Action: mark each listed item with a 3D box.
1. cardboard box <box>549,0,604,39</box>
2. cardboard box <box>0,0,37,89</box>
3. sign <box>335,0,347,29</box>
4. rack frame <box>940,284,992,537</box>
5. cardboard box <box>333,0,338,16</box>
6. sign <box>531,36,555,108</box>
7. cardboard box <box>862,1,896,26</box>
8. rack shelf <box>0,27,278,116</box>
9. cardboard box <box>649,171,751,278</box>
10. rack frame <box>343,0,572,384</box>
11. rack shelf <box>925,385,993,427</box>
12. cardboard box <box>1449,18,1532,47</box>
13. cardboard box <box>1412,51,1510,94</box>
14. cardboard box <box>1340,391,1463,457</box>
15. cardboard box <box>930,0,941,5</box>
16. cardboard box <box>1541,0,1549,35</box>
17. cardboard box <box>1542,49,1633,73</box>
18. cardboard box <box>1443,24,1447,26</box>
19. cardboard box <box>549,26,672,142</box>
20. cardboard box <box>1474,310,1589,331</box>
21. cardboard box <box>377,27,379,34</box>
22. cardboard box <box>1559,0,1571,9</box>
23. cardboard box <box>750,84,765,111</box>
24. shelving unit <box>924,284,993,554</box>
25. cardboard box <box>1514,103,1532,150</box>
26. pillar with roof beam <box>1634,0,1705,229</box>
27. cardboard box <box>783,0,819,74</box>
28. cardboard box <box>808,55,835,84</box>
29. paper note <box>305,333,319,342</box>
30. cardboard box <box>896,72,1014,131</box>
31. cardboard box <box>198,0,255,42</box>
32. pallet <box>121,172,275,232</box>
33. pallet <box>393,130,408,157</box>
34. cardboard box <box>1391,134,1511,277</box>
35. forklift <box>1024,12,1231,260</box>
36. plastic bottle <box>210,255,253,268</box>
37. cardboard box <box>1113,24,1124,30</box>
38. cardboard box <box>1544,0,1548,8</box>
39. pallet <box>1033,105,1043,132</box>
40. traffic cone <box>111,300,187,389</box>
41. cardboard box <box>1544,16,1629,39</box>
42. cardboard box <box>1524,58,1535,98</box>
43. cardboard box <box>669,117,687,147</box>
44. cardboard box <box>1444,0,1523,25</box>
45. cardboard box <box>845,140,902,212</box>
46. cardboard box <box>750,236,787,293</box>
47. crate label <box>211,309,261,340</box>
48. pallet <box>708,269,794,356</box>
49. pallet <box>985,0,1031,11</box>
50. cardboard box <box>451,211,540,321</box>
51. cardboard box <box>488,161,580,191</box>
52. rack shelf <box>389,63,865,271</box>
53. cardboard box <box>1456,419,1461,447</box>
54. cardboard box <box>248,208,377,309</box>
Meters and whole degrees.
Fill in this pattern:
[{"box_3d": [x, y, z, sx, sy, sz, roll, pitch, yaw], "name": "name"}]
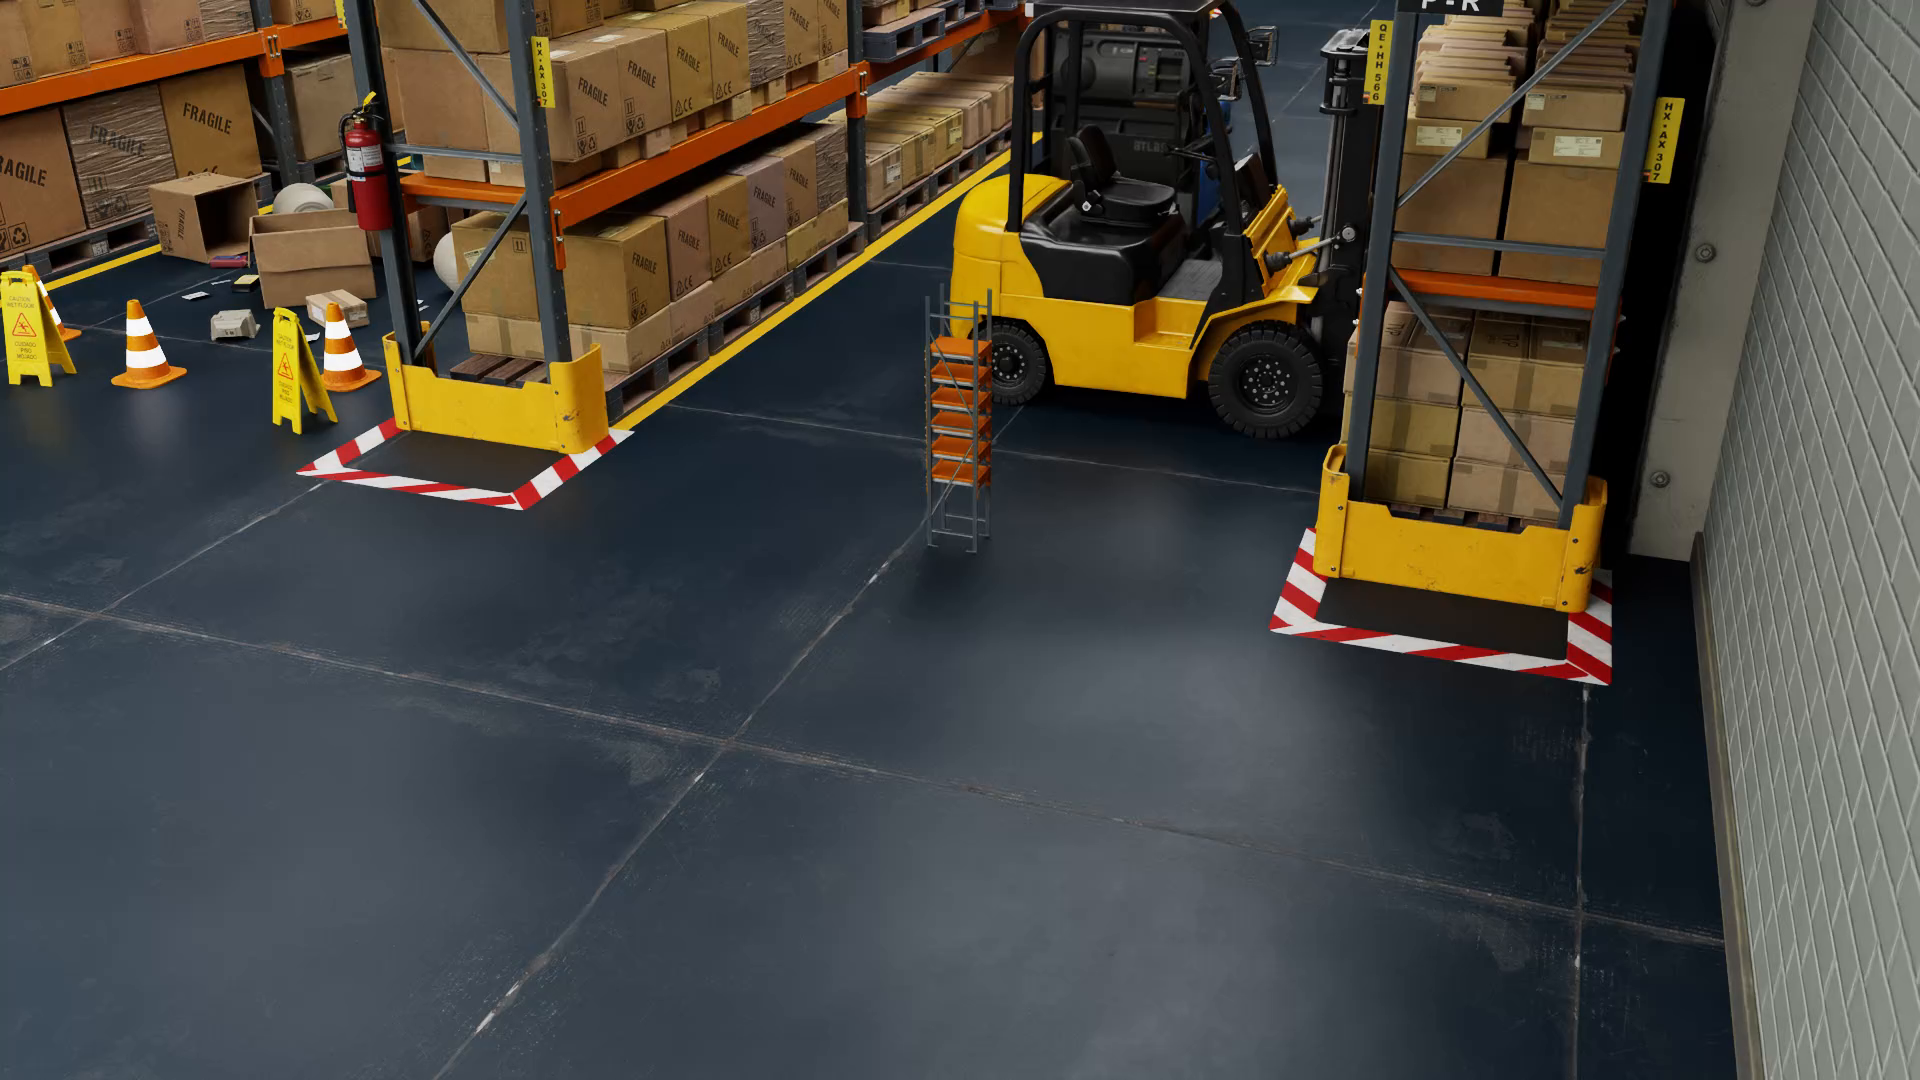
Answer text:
[{"box_3d": [-2.358, -2.991, 8.882, 0.700, 0.500, 0.500, 9, 27, 18], "name": "cardboard box"}, {"box_3d": [-6.651, -3.257, 10.863, 0.875, 0.550, 0.550, 9, 27, 17], "name": "cardboard box"}, {"box_3d": [-3.014, -2.666, 8.122, 0.100, 0.325, 0.005, 9, 27, 17], "name": "sign"}, {"box_3d": [0.026, -0.572, 7.554, 0.240, 1.200, 0.006, 9, 27, 17], "name": "rack frame"}, {"box_3d": [-5.272, -4.663, 13.824, 0.500, 0.500, 0.500, 9, 27, 18], "name": "cardboard box"}, {"box_3d": [-1.986, -2.224, 7.909, 0.100, 0.325, 0.005, 9, 27, 17], "name": "sign"}, {"box_3d": [-0.684, -3.814, 11.993, 0.380, 0.149, 0.250, 9, 27, 18], "name": "cardboard box"}, {"box_3d": [-6.533, -3.088, 11.511, 1.077, 0.370, 4.000, 9, 27, 17], "name": "rack shelf"}, {"box_3d": [-1.616, -1.924, 10.095, 0.500, 0.500, 0.500, 9, 27, 18], "name": "cardboard box"}, {"box_3d": [-2.497, -1.913, 8.260, 1.000, 3.000, 0.127, 9, 27, 17], "name": "rack frame"}, {"box_3d": [-0.005, -0.602, 7.443, 0.258, 0.103, 0.180, 9, 27, 17], "name": "rack shelf"}, {"box_3d": [2.610, -2.475, 8.219, 0.380, 0.149, 0.250, 9, 27, 18], "name": "cardboard box"}, {"box_3d": [2.220, -2.061, 7.364, 0.380, 0.149, 0.250, 9, 27, 19], "name": "cardboard box"}, {"box_3d": [2.052, -0.617, 7.682, 0.500, 0.250, 0.500, 8, 27, 17], "name": "cardboard box"}, {"box_3d": [-0.362, -4.244, 12.880, 0.380, 0.149, 0.250, 9, 27, 18], "name": "cardboard box"}, {"box_3d": [3.778, -3.657, 11.459, 0.500, 0.250, 0.500, 9, 27, 18], "name": "cardboard box"}, {"box_3d": [2.788, -2.086, 7.415, 0.380, 0.149, 0.250, 9, 27, 18], "name": "cardboard box"}, {"box_3d": [2.865, -2.775, 9.179, 0.380, 0.149, 0.250, 9, 27, 19], "name": "cardboard box"}, {"box_3d": [-1.909, -2.460, 8.933, 0.500, 0.500, 0.500, 10, 27, 19], "name": "cardboard box"}, {"box_3d": [2.686, -0.973, 7.842, 0.500, 0.250, 0.500, 9, 27, 18], "name": "cardboard box"}, {"box_3d": [-5.112, -4.457, 15.612, 1.050, 0.750, 0.750, 9, 27, 18], "name": "cardboard box"}, {"box_3d": [3.497, -2.927, 9.153, 0.380, 0.149, 0.250, 8, 27, 17], "name": "cardboard box"}, {"box_3d": [-1.434, -2.749, 10.274, 0.380, 0.149, 0.250, 8, 27, 17], "name": "cardboard box"}, {"box_3d": [-0.005, -0.534, 7.476, 0.258, 1.200, 0.189, 9, 27, 17], "name": "shelving unit"}, {"box_3d": [2.564, -1.745, 7.052, 0.380, 0.149, 0.250, 9, 27, 17], "name": "cardboard box"}, {"box_3d": [1.203, -7.141, 12.172, 9.100, 9.000, 0.400, 9, 27, 17], "name": "pillar with roof beam"}, {"box_3d": [-1.244, -3.305, 10.678, 0.500, 0.500, 0.500, 10, 27, 19], "name": "cardboard box"}, {"box_3d": [-1.062, -3.164, 11.132, 0.380, 0.149, 0.250, 9, 27, 19], "name": "cardboard box"}, {"box_3d": [-4.060, -1.254, 10.305, 0.148, 0.019, 0.142, 0, 26, -1], "name": "paper note"}, {"box_3d": [-0.033, -3.977, 15.054, 0.950, 0.372, 0.625, 7, 27, 14], "name": "cardboard box"}, {"box_3d": [-5.979, -4.148, 12.702, 0.875, 0.550, 0.550, 9, 27, 17], "name": "cardboard box"}, {"box_3d": [-6.195, -2.677, 13.037, 1.003, 0.211, 1.213, 9, 27, 17], "name": "pallet"}, {"box_3d": [-5.278, -3.809, 15.376, 1.003, 0.211, 1.213, 9, 27, 17], "name": "pallet"}, {"box_3d": [2.101, -1.480, 7.251, 0.500, 0.500, 0.500, 8, 27, 16], "name": "cardboard box"}, {"box_3d": [1.004, -3.093, 10.775, 1.130, 2.935, 3.031, 9, 27, 18], "name": "forklift"}, {"box_3d": [-5.125, -1.965, 11.738, 0.283, 0.061, 0.133, 0, 26, -1], "name": "plastic bottle"}, {"box_3d": [1.365, -5.811, 18.266, 0.875, 0.875, 0.875, 10, 27, 19], "name": "cardboard box"}, {"box_3d": [3.620, -3.550, 10.781, 0.380, 0.149, 0.250, 9, 27, 17], "name": "cardboard box"}, {"box_3d": [0.498, -4.259, 16.304, 1.003, 0.211, 1.213, 9, 27, 17], "name": "pallet"}, {"box_3d": [-4.731, -1.157, 9.608, 0.336, 0.463, 0.334, 9, 27, 17], "name": "traffic cone"}, {"box_3d": [3.124, -2.514, 8.299, 0.380, 0.149, 0.250, 10, 27, 19], "name": "cardboard box"}, {"box_3d": [2.797, -2.315, 8.974, 0.500, 0.500, 0.500, 8, 27, 17], "name": "cardboard box"}, {"box_3d": [-1.771, -2.322, 9.392, 0.380, 0.149, 0.250, 9, 27, 19], "name": "cardboard box"}, {"box_3d": [2.869, -2.904, 9.106, 0.380, 0.149, 0.250, 9, 27, 19], "name": "cardboard box"}, {"box_3d": [-0.994, -2.779, 12.582, 0.950, 0.372, 0.625, 9, 27, 18], "name": "cardboard box"}, {"box_3d": [-1.451, -1.798, 10.695, 0.500, 0.250, 0.500, 9, 27, 18], "name": "cardboard box"}, {"box_3d": [-4.527, -1.342, 10.365, 0.250, 0.136, 0.298, -5, 26, -9], "name": "crate label"}, {"box_3d": [-1.761, -1.518, 10.643, 1.003, 0.211, 1.213, 9, 27, 17], "name": "pallet"}, {"box_3d": [0.028, -4.806, 14.455, 1.213, 0.211, 1.003, 9, 27, 17], "name": "pallet"}, {"box_3d": [-2.477, -1.569, 9.362, 0.500, 0.500, 0.500, 9, 27, 18], "name": "cardboard box"}, {"box_3d": [-2.189, -1.910, 8.541, 0.380, 0.149, 0.250, 9, 27, 18], "name": "cardboard box"}, {"box_3d": [-1.832, -2.412, 10.114, 1.077, 0.370, 4.000, 9, 27, 17], "name": "rack shelf"}, {"box_3d": [2.218, -0.588, 8.197, 0.500, 0.250, 0.500, 9, 27, 17], "name": "cardboard box"}, {"box_3d": [-4.300, -1.879, 11.053, 0.797, 0.503, 0.637, -9, 27, -18], "name": "cardboard box"}]
